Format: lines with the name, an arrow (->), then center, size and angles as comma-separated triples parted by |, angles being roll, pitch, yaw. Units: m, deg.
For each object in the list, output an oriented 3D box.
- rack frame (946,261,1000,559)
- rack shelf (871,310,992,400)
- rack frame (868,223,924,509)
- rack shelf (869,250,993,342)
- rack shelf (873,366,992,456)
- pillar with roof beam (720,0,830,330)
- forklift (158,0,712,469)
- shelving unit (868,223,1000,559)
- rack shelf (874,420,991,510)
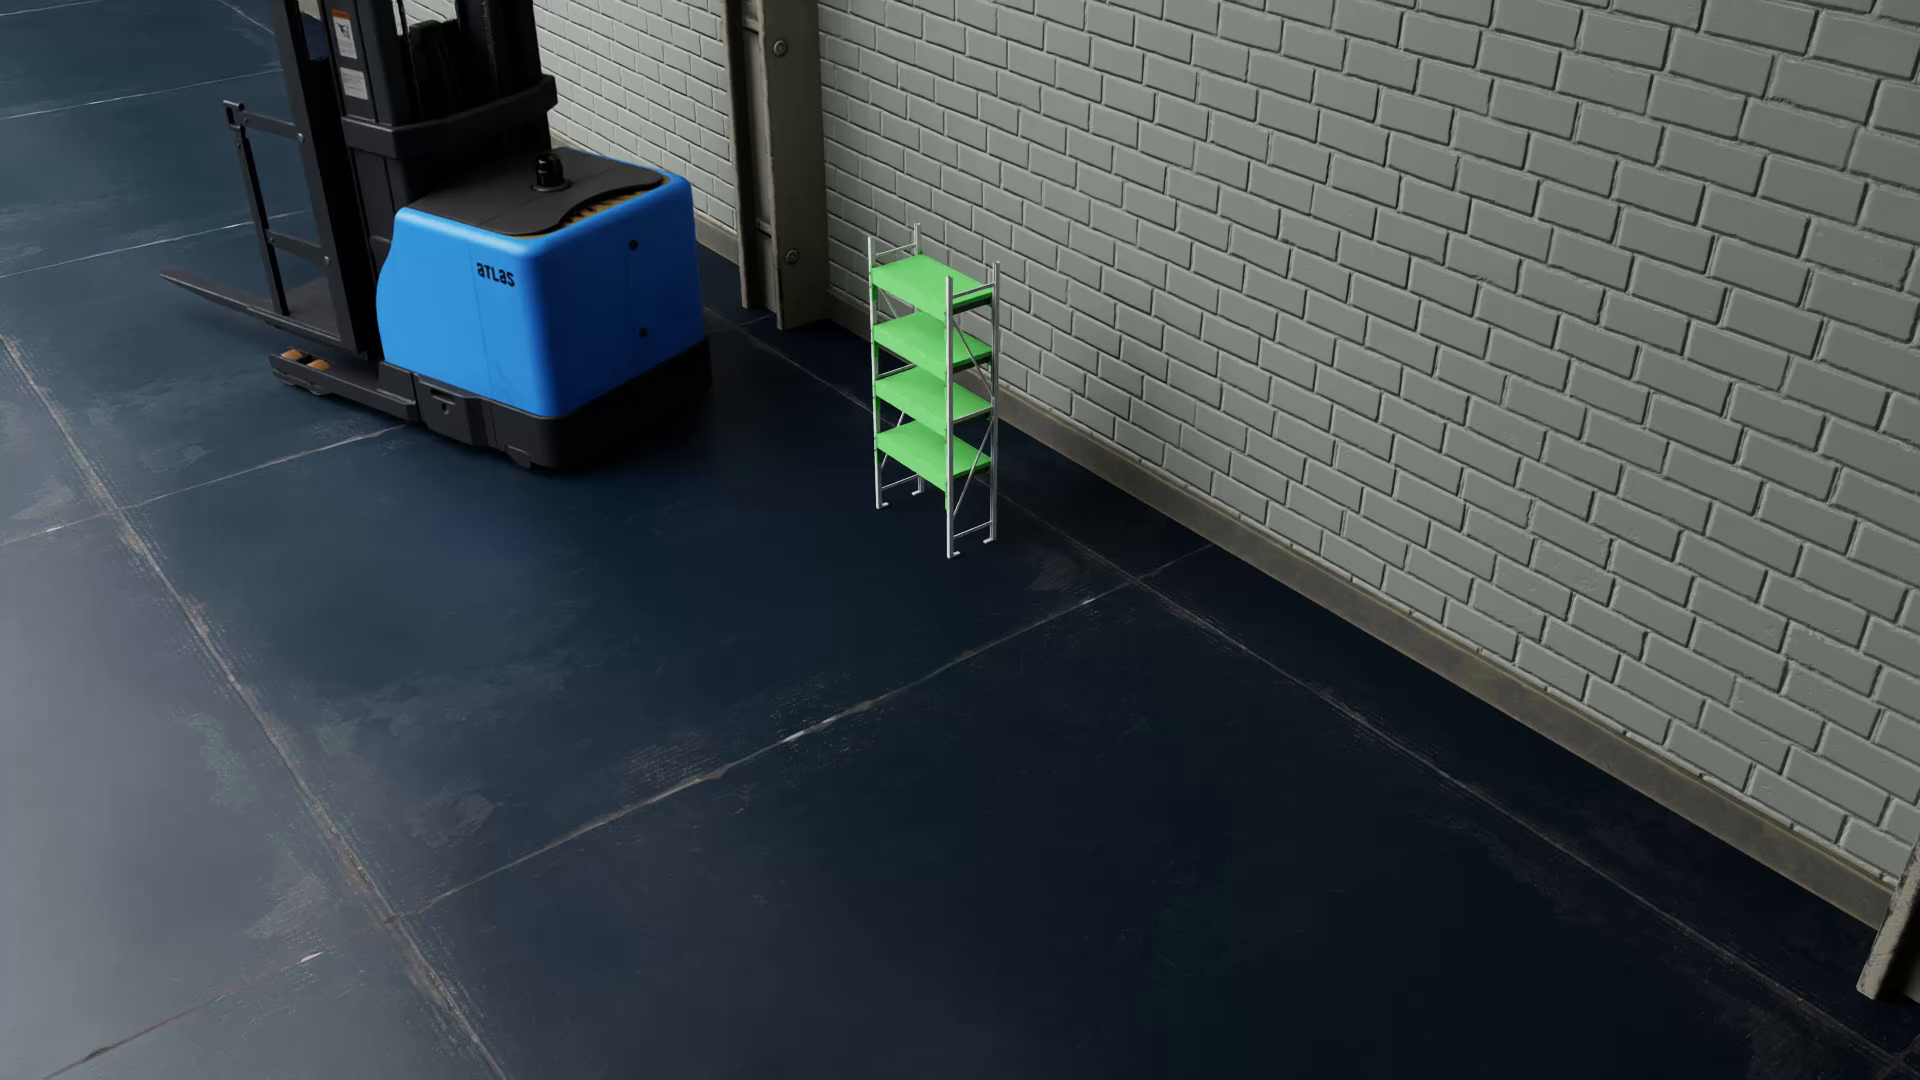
rack frame -> 0.048, -0.477, 6.381 | 0.240, 1.200, 0.015 | -22, 38, -31
rack shelf -> -0.102, -0.728, 6.452 | 0.258, 0.148, 0.480 | -22, 38, -31
rack frame -> -0.251, -0.680, 6.708 | 0.240, 1.200, 0.015 | -22, 38, -31
rack shelf -> -0.102, -0.932, 6.325 | 0.258, 0.148, 0.480 | -22, 38, -31
rack shelf -> -0.102, -0.524, 6.578 | 0.258, 0.148, 0.480 | -22, 38, -31
pillar with roof beam -> -4.304, -3.628, 4.062 | 9.100, 9.000, 0.400 | -22, 38, -31
forklift -> -2.673, -2.138, 7.414 | 3.031, 2.935, 1.130 | 19, 37, 28
shelving unit -> -0.102, -0.579, 6.545 | 0.258, 1.200, 0.503 | -22, 38, -31
rack shelf -> -0.102, -0.321, 6.705 | 0.258, 0.148, 0.480 | -22, 38, -31
